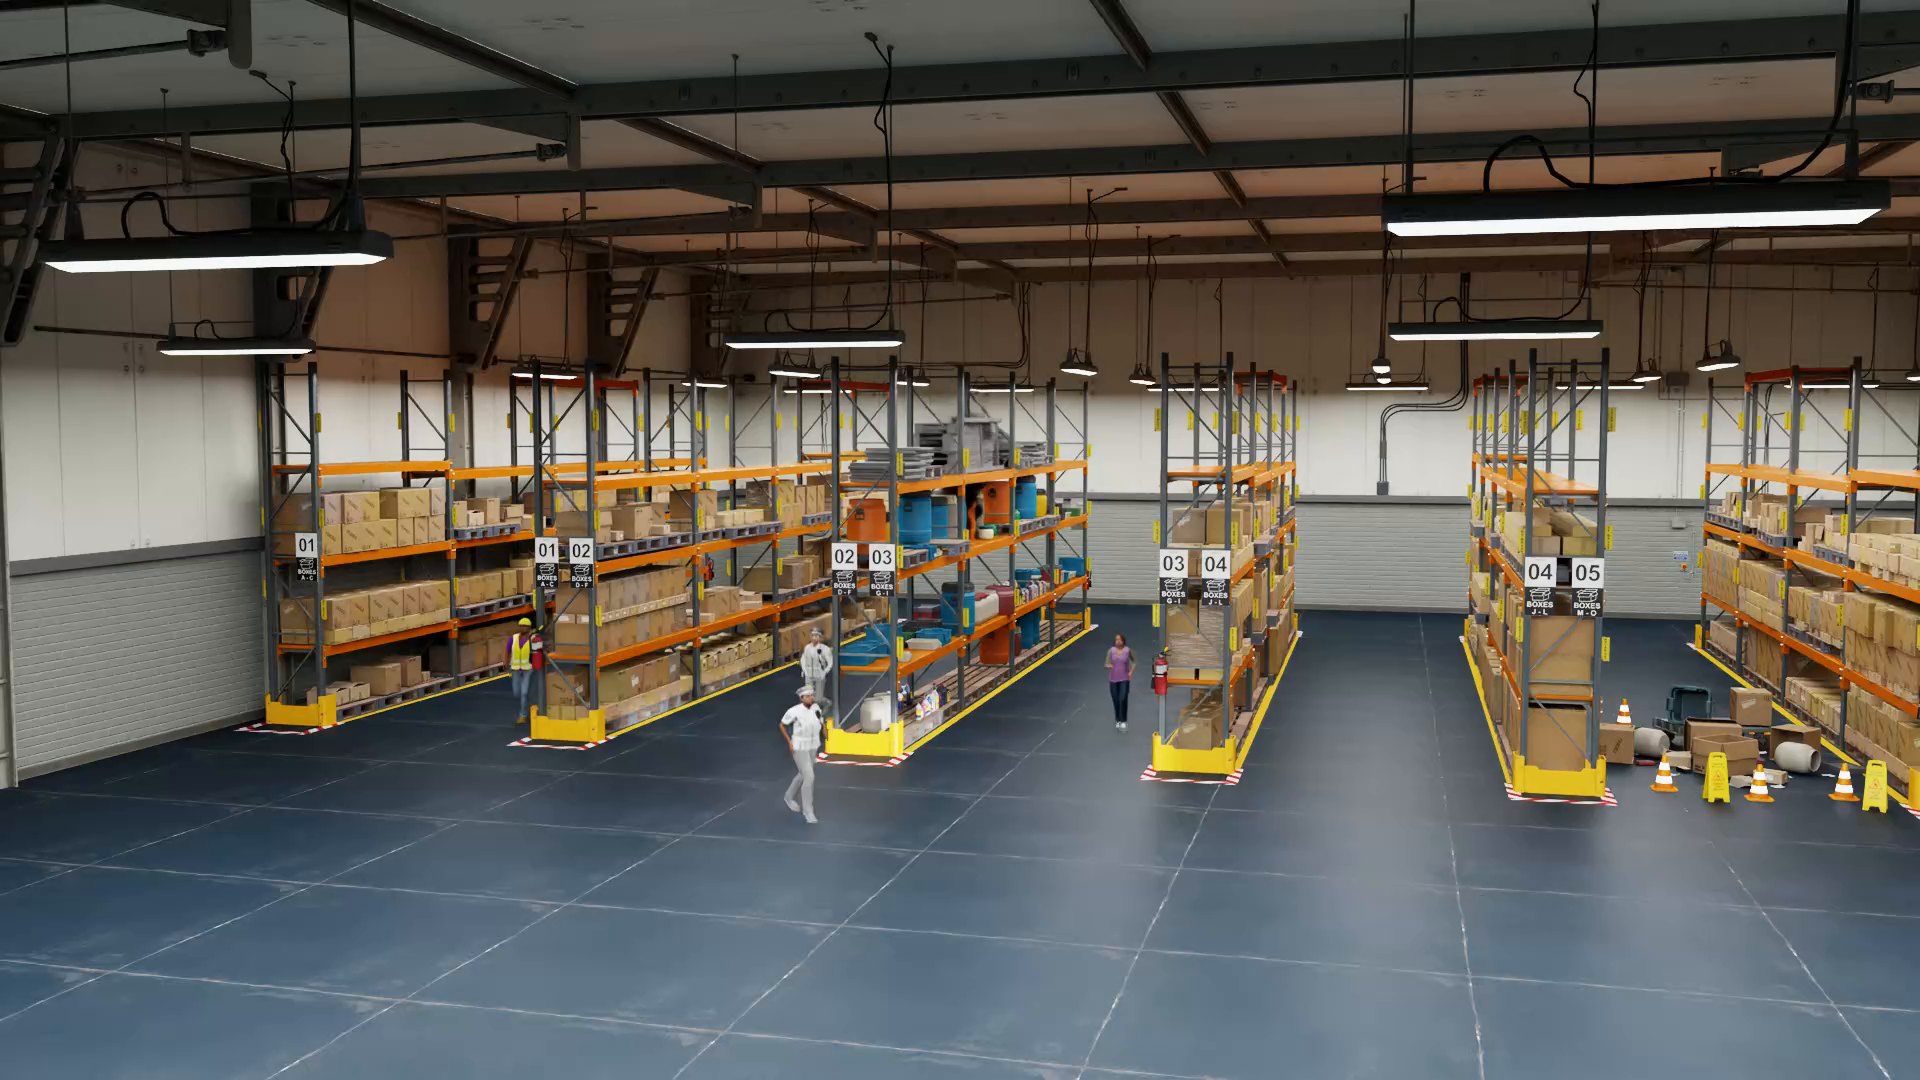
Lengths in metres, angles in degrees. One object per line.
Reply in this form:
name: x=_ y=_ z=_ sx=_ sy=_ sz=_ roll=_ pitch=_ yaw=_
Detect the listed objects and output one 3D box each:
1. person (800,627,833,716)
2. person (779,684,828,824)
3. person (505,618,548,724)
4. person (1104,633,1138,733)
person: x=-2.364 y=2.258 z=27.392 sx=0.618 sy=1.673 sz=0.677 roll=1 pitch=4 yaw=16
person: x=-1.981 y=2.675 z=21.091 sx=0.761 sy=1.748 sz=0.573 roll=4 pitch=6 yaw=44
person: x=-7.282 y=2.170 z=27.880 sx=0.719 sy=1.738 sz=0.770 roll=0 pitch=4 yaw=4
person: x=2.583 y=2.314 z=26.863 sx=0.517 sy=1.593 sz=0.638 roll=1 pitch=4 yaw=13
